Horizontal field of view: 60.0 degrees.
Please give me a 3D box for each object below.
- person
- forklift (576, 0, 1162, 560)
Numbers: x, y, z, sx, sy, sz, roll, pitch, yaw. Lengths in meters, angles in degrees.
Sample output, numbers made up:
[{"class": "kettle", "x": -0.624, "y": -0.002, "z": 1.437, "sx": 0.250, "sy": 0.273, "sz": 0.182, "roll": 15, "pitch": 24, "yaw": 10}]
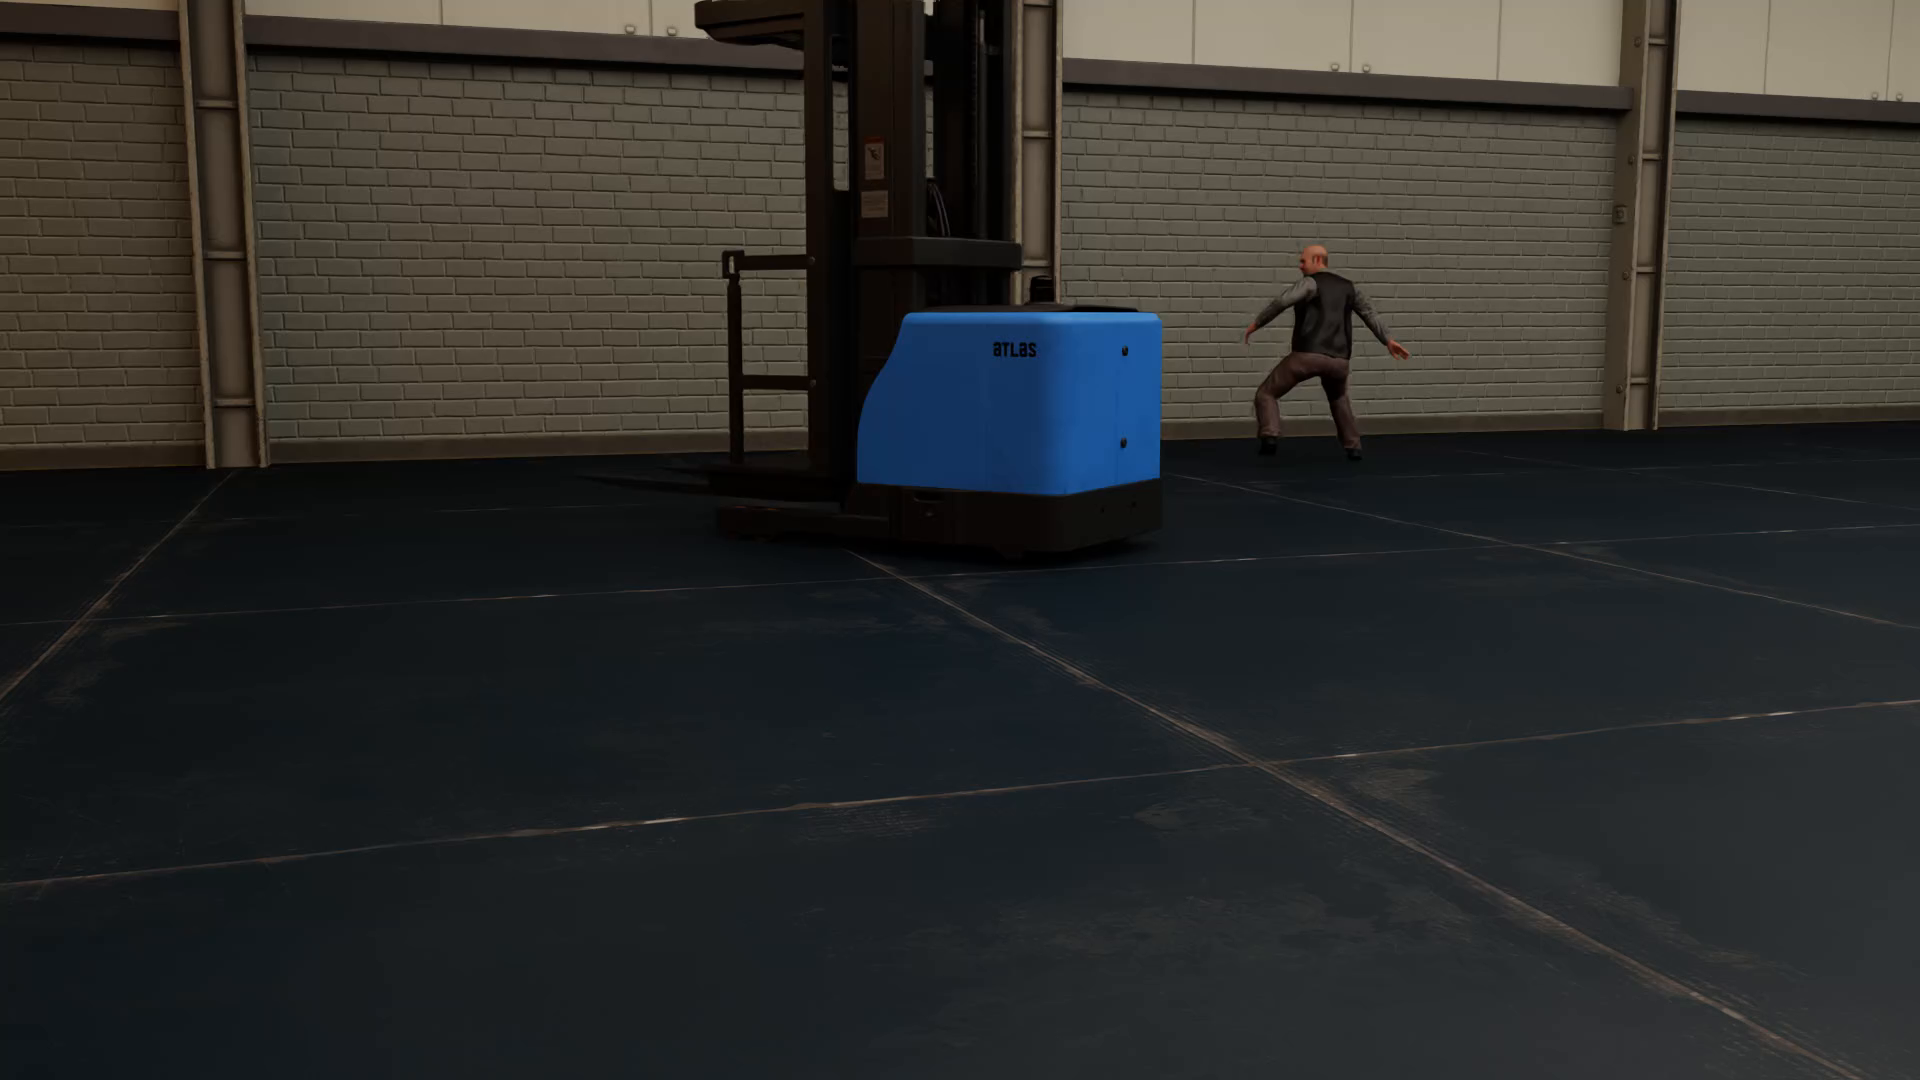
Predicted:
[{"class": "person", "x": 2.621, "y": -1.304, "z": 11.989, "sx": 1.160, "sy": 1.633, "sz": 0.537, "roll": -2, "pitch": 8, "yaw": -17}, {"class": "forklift", "x": -0.569, "y": -1.494, "z": 8.032, "sx": 3.031, "sy": 2.935, "sz": 1.130, "roll": 5, "pitch": 9, "yaw": 33}]
